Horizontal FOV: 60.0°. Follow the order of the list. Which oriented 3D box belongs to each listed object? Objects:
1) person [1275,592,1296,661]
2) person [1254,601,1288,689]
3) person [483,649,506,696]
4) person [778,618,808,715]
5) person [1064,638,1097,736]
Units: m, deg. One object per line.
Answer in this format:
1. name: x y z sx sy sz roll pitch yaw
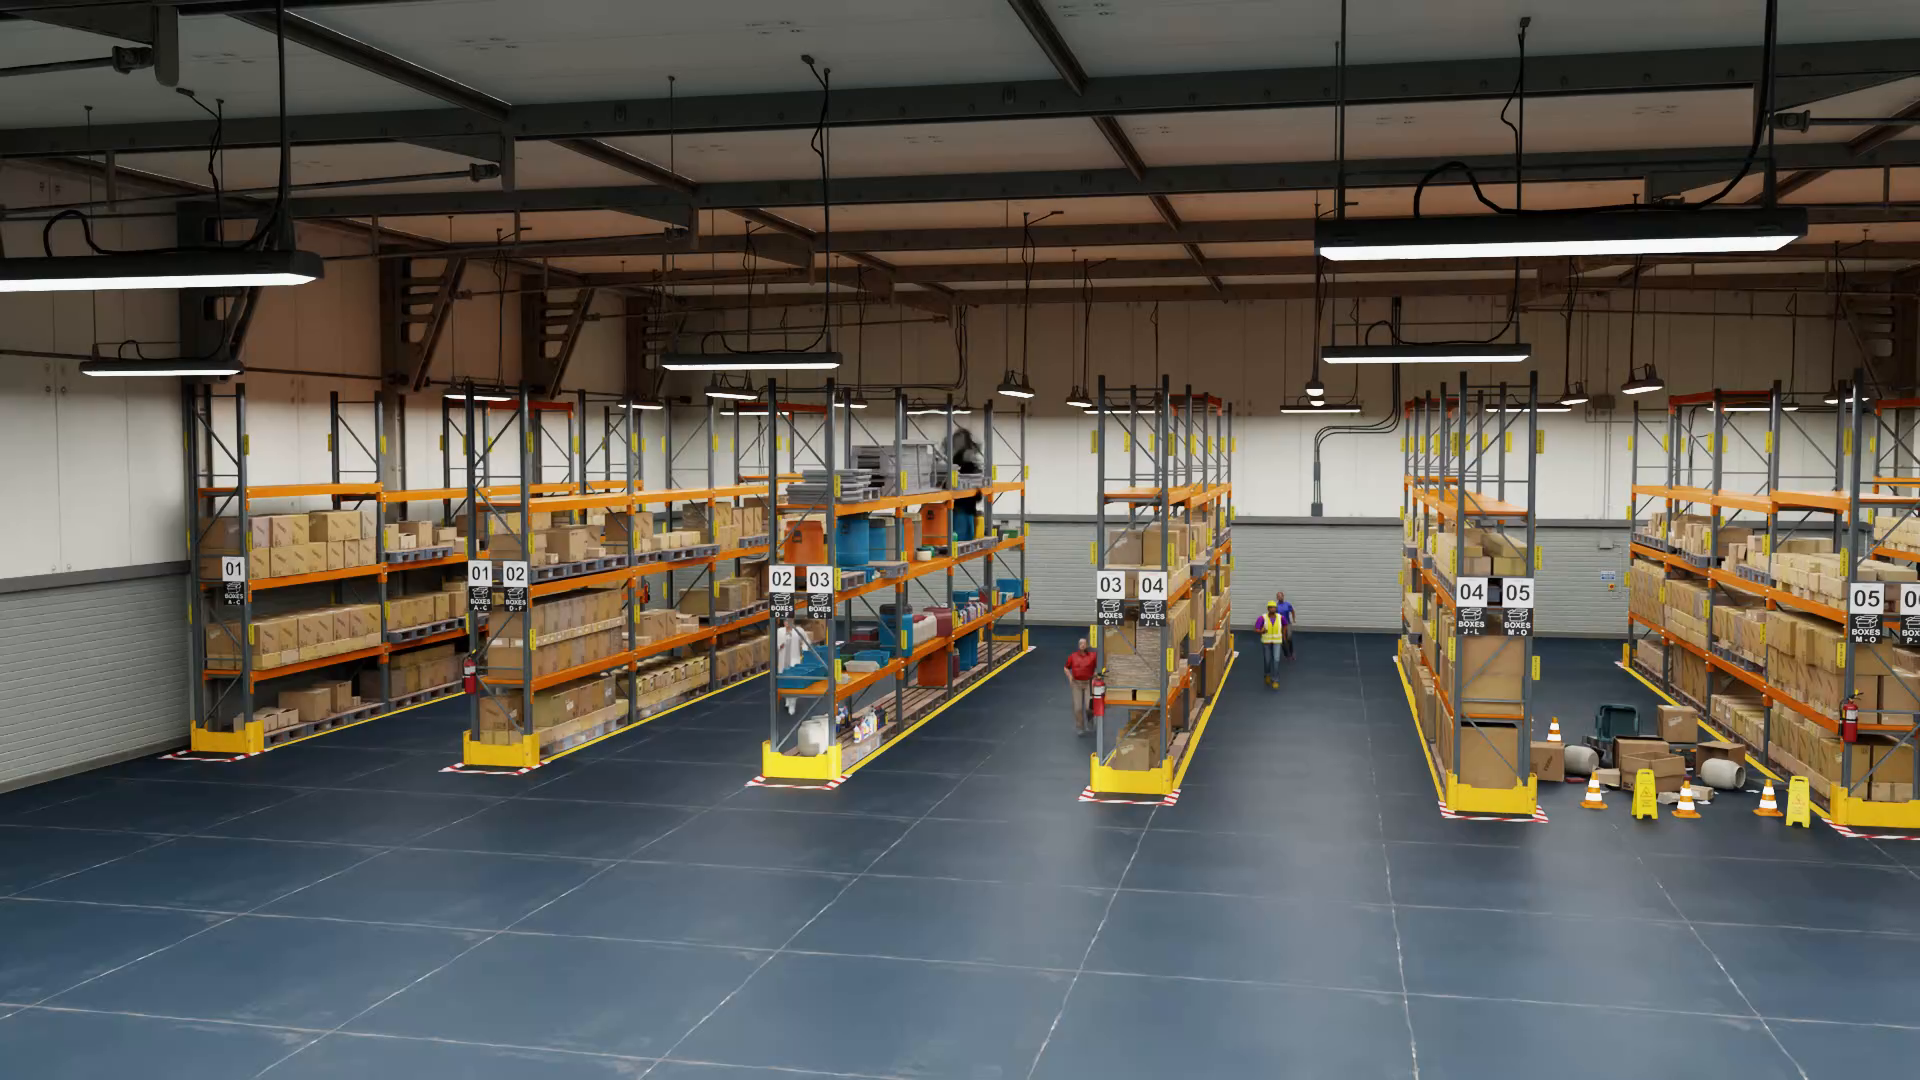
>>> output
1. person: 7.477 1.996 38.406 0.599 1.600 0.605 0 3 6
2. person: 6.409 2.130 34.213 0.697 1.764 0.911 0 3 6
3. person: -8.348 2.475 30.090 0.549 1.683 0.869 0 3 6
4. person: -3.221 2.308 31.301 0.677 1.832 0.930 0 3 3
5. person: 2.113 2.524 28.613 0.659 1.674 0.581 0 3 7
